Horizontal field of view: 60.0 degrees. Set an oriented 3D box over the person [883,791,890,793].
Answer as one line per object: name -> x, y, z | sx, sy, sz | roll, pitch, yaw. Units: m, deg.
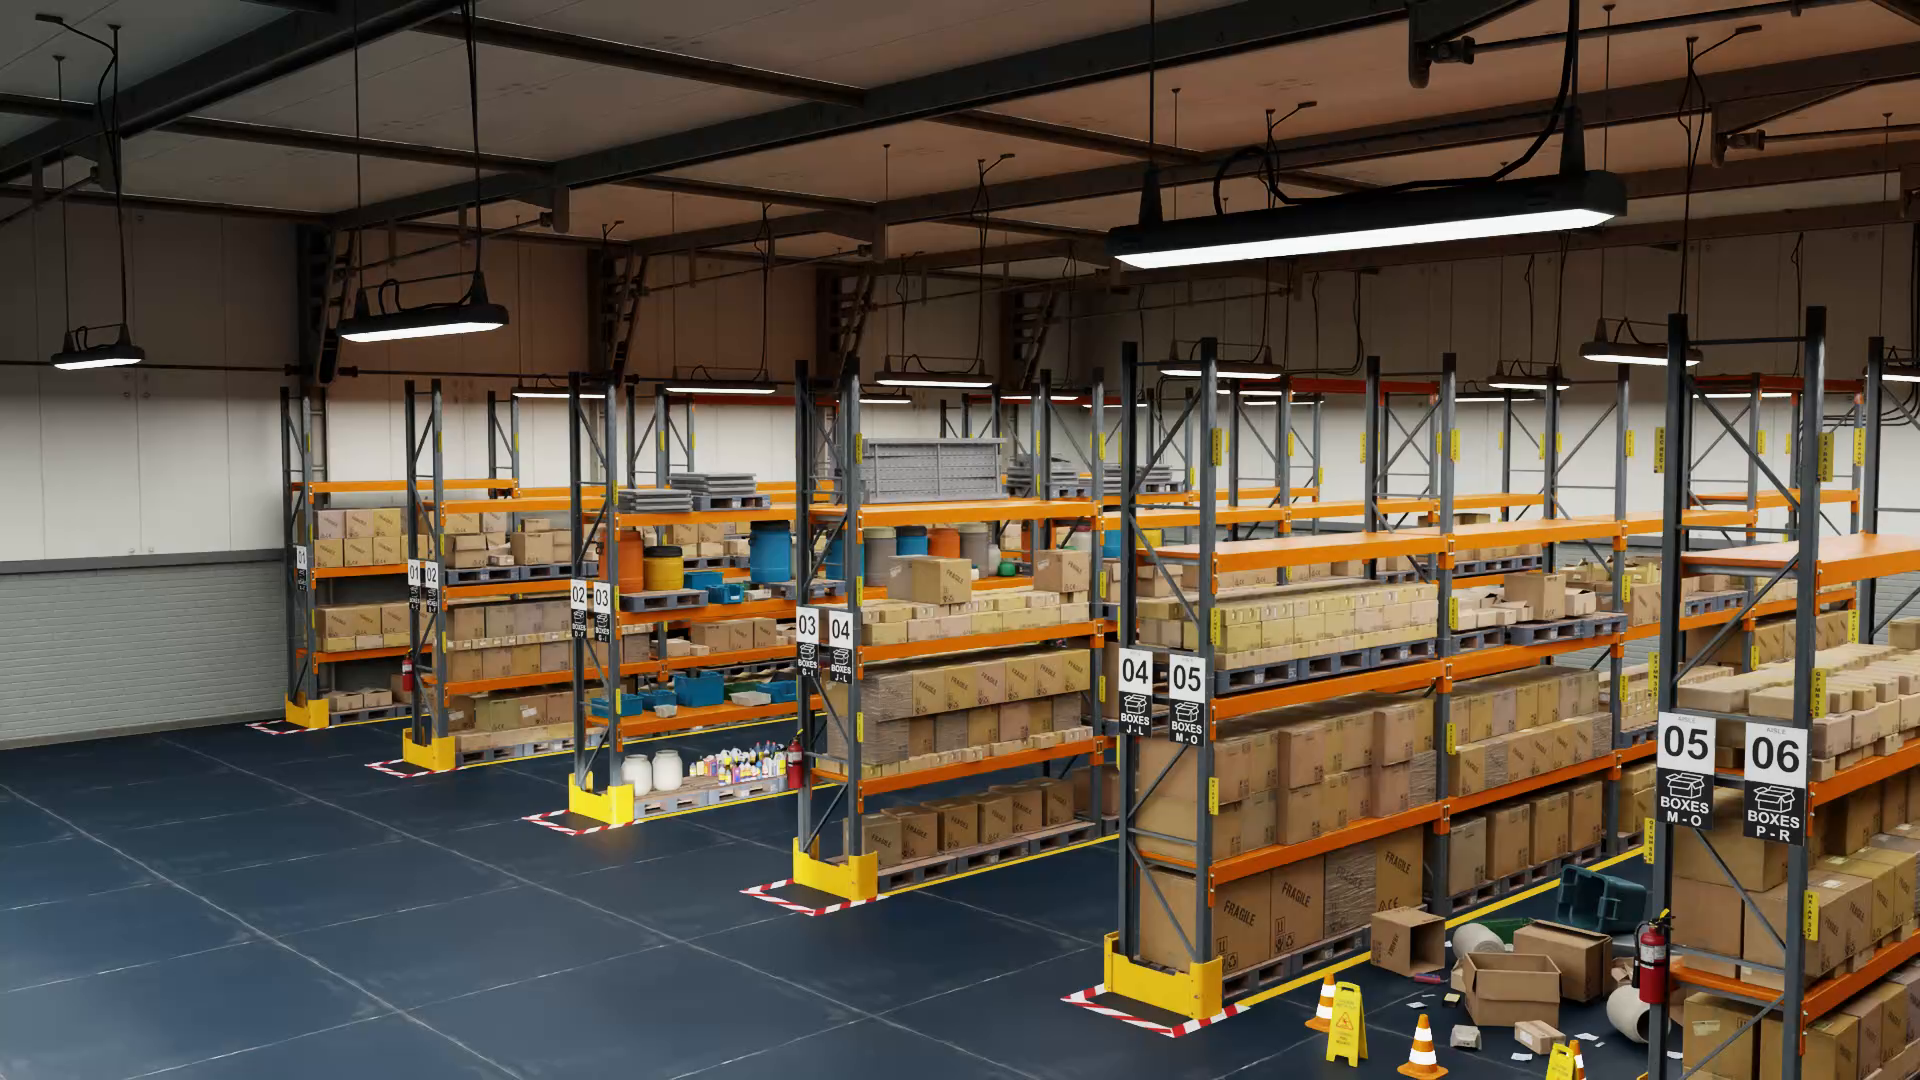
person -> -1.003, 2.732, 24.065 | 0.370, 1.802, 0.588 | 1, 4, 17
